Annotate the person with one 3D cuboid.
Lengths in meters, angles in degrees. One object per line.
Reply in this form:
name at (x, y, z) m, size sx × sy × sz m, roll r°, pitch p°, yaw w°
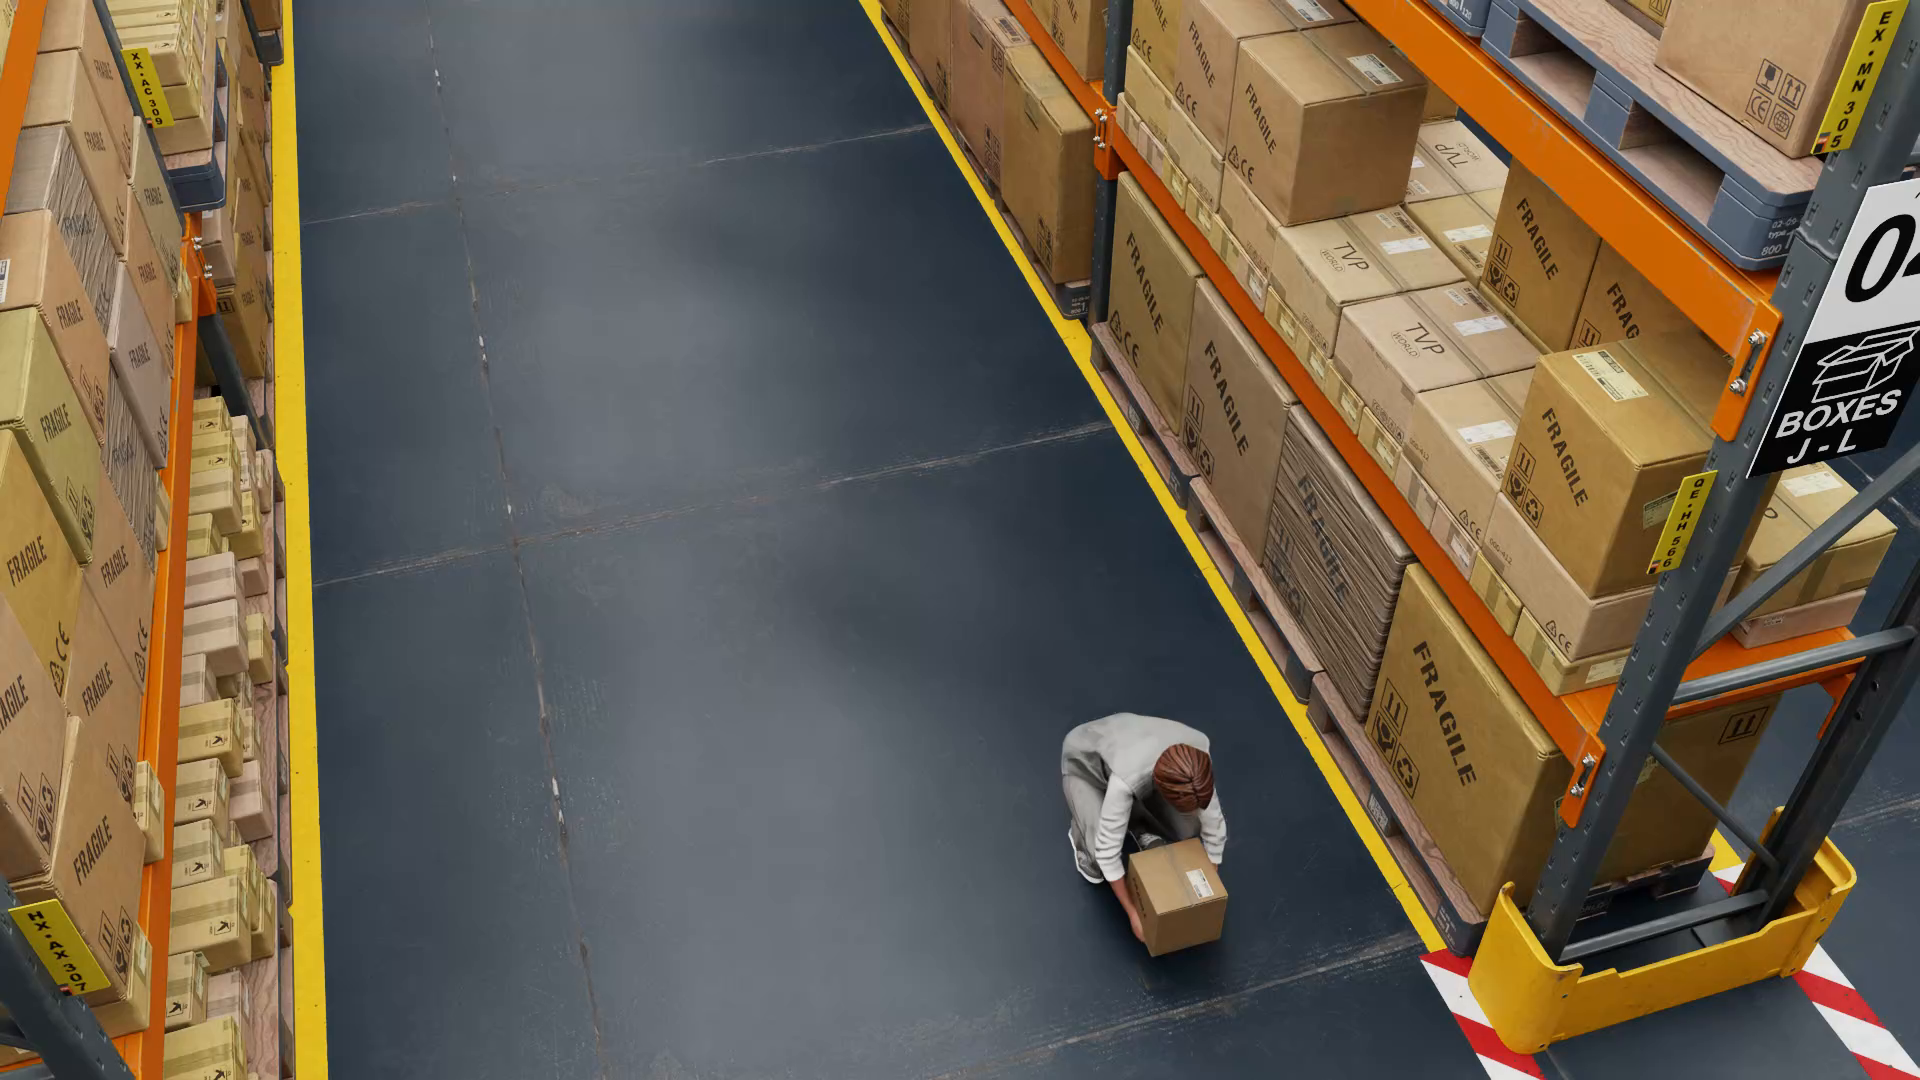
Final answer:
person at (0.624, 0.893, 5.730) m, size 0.463 × 0.891 × 0.804 m, roll -12°, pitch 44°, yaw -13°
